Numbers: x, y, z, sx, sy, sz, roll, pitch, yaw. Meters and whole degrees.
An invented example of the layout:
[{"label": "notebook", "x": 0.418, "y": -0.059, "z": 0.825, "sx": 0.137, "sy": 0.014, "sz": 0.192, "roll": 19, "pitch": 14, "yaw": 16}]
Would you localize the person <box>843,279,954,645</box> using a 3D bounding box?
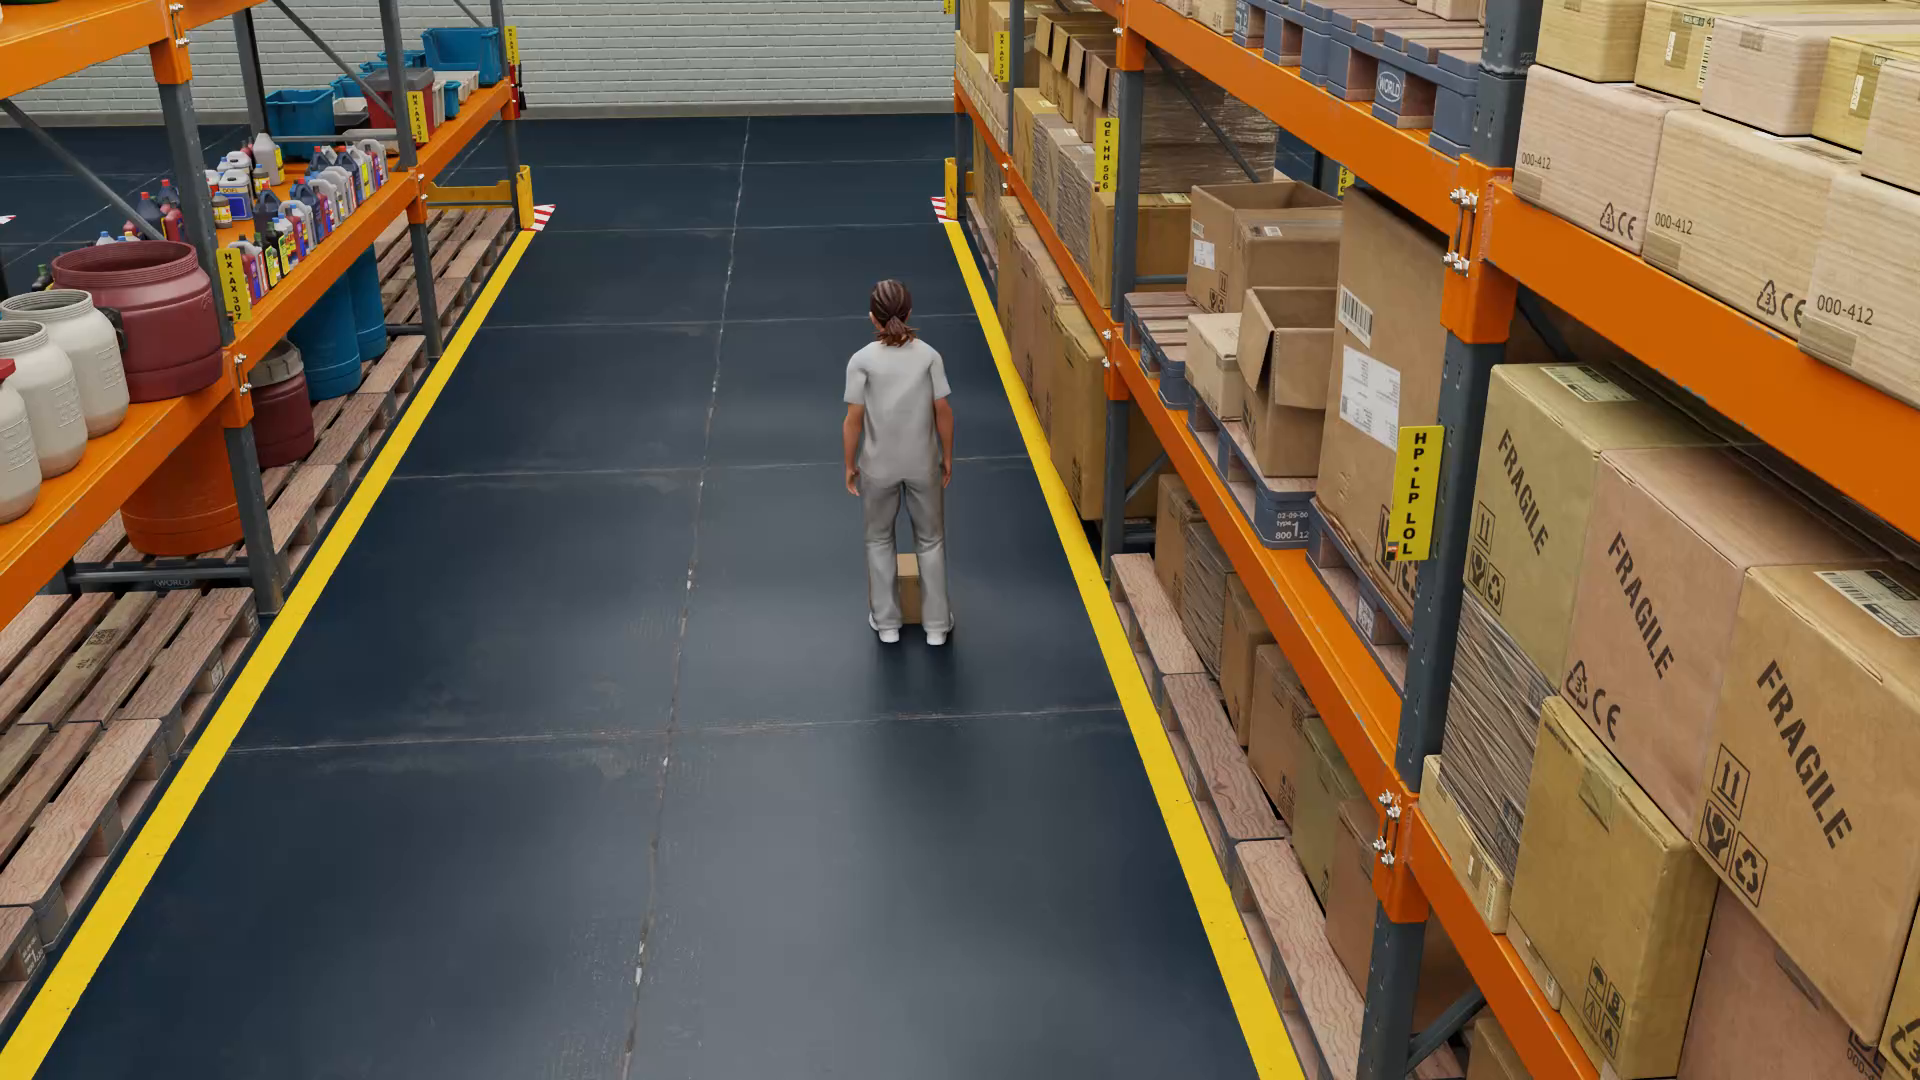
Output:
[{"label": "person", "x": -0.266, "y": -0.327, "z": 7.351, "sx": 0.505, "sy": 1.666, "sz": 0.416, "roll": -4, "pitch": 24, "yaw": -8}]
